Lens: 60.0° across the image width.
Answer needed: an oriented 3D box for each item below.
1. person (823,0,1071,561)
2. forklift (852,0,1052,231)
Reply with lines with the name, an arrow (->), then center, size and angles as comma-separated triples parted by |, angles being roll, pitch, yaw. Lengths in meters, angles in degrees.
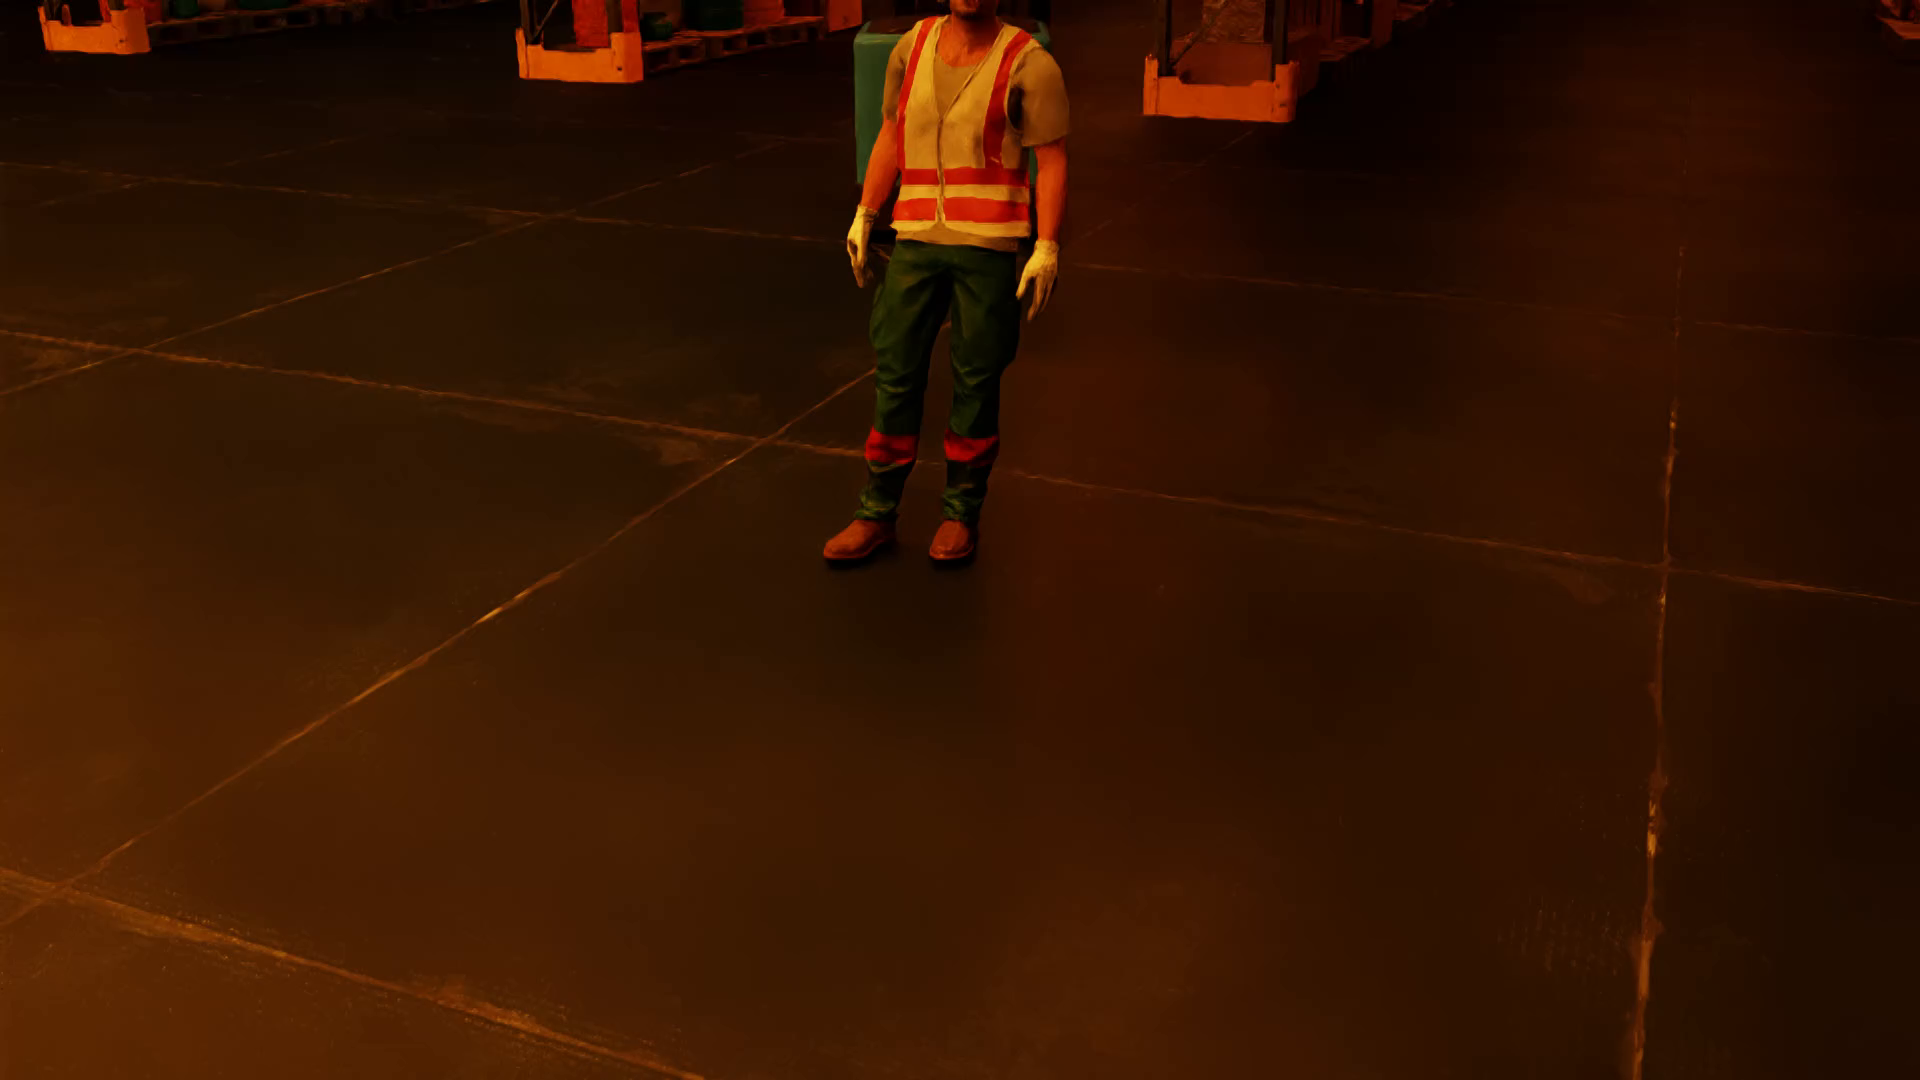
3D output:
person -> -0.041, -0.805, 4.681 | 0.637, 1.787, 0.563 | 9, 24, 21
forklift -> -0.018, -3.510, 9.690 | 1.130, 2.935, 3.031 | 0, 23, 1
